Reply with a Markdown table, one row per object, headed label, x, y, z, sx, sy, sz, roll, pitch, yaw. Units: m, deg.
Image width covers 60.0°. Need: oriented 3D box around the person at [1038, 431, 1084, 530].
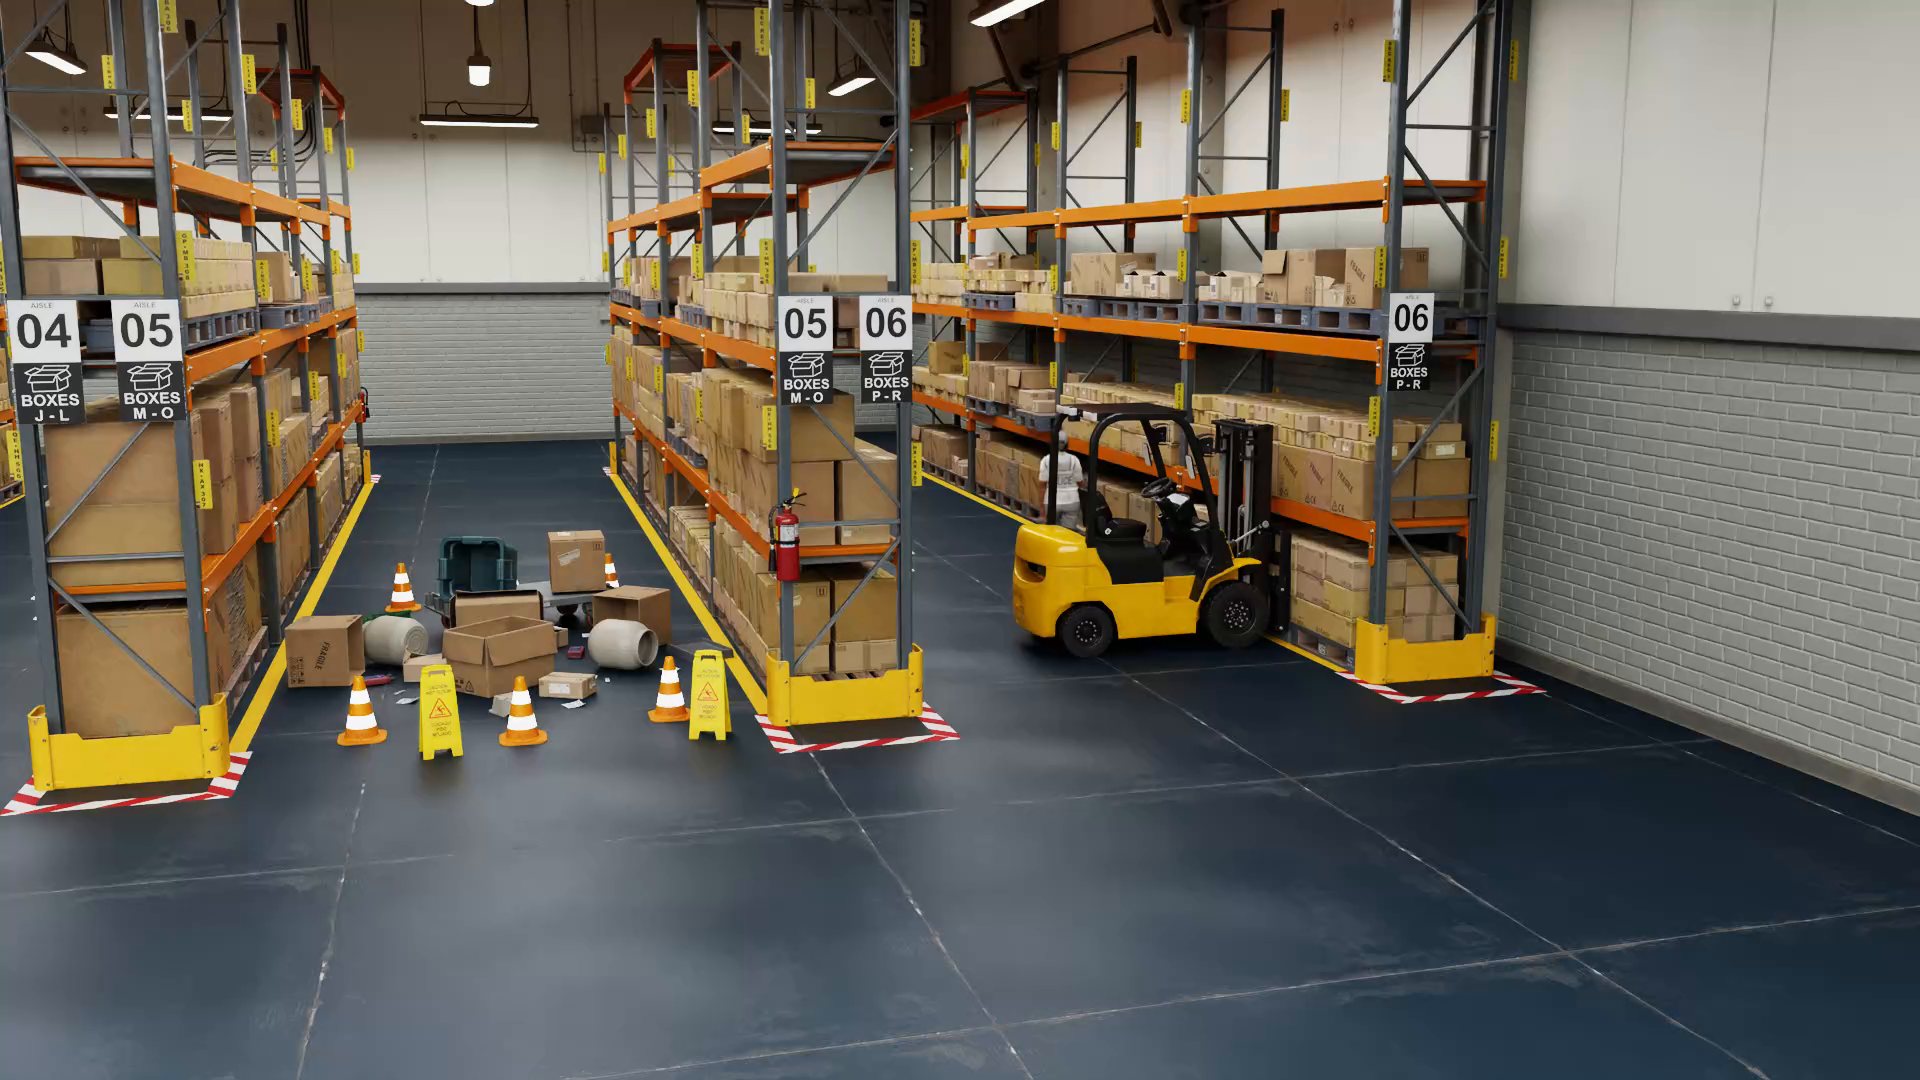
| label | x | y | z | sx | sy | sz | roll | pitch | yaw |
| --- | --- | --- | --- | --- | --- | --- | --- | --- | --- |
| person | 1.119 | -0.395 | 18.205 | 0.490 | 1.633 | 0.834 | 1 | 9 | 8 |
